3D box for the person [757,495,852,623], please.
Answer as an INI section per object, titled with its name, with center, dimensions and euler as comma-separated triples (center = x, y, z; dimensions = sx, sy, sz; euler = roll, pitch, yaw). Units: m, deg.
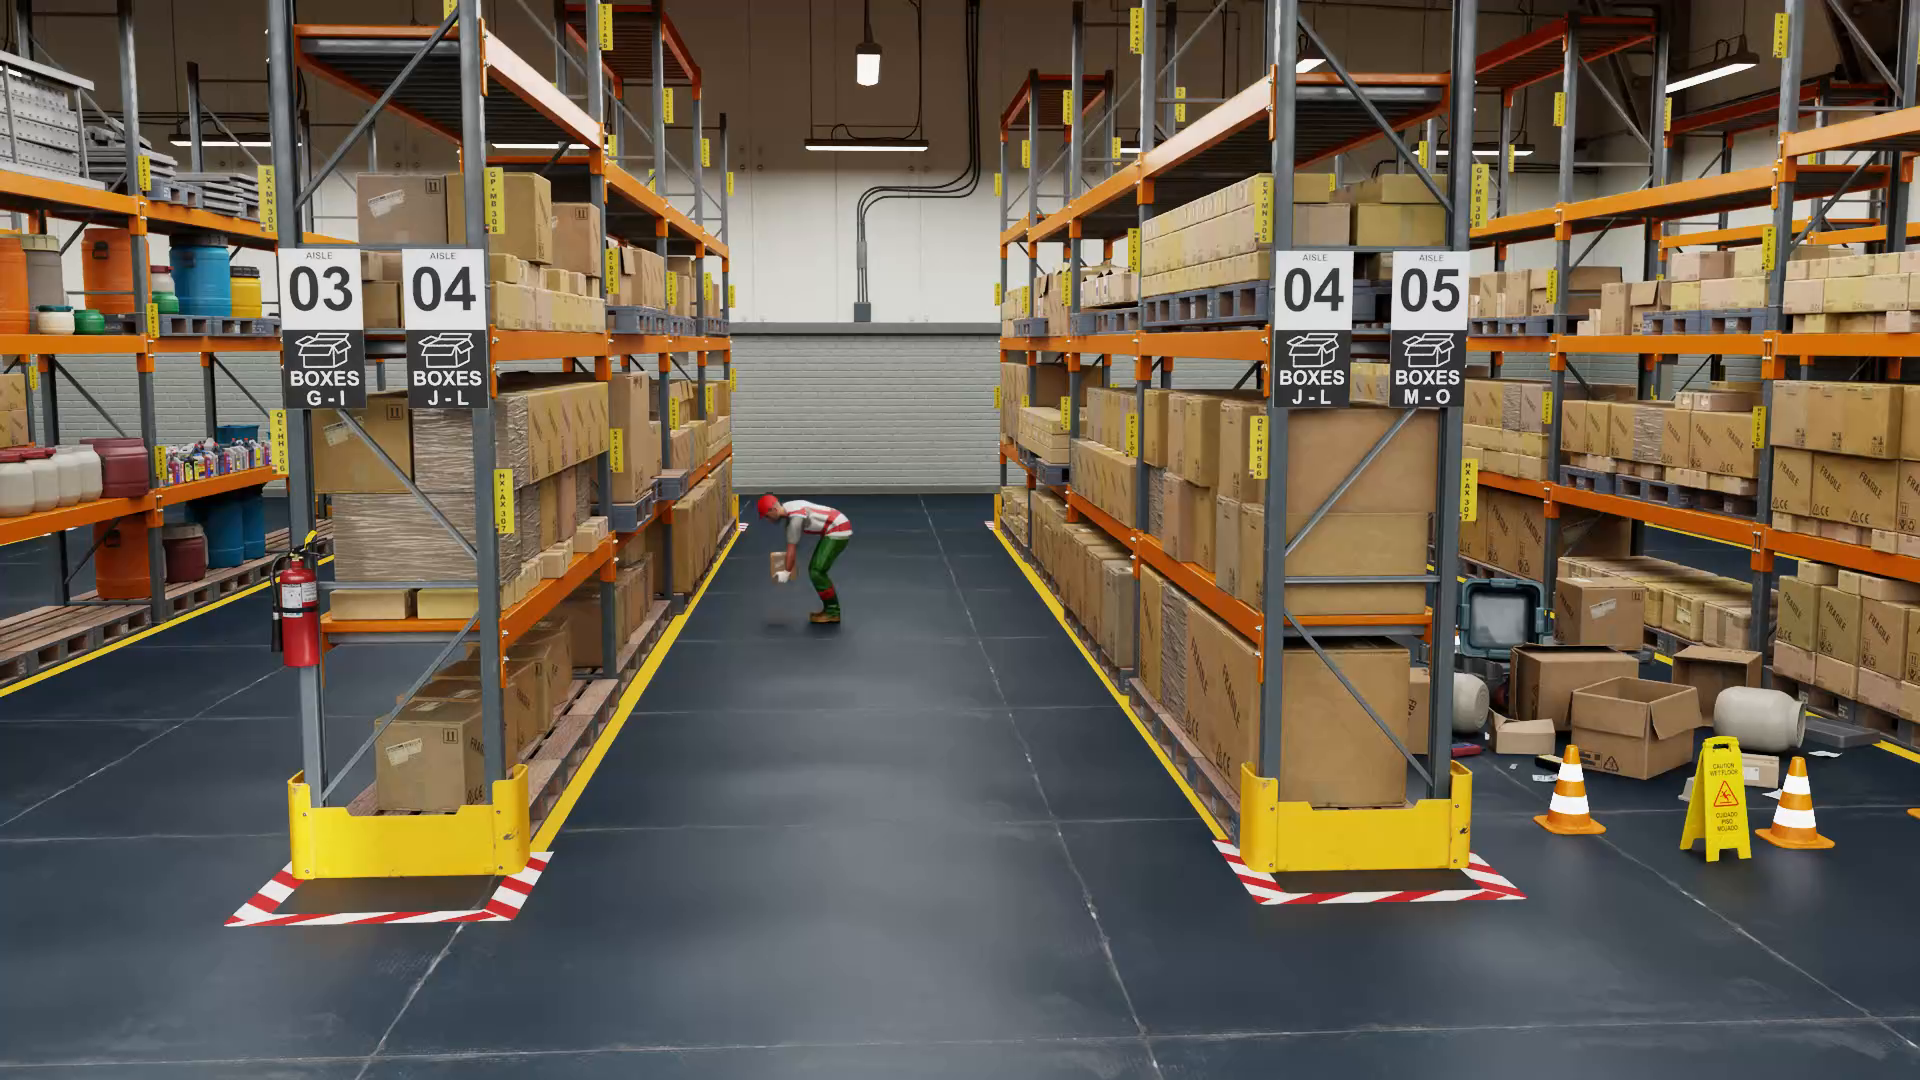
[person]
center = -1.524, 0.175, 16.398
dimensions = 0.927, 1.258, 0.507
euler = -1, 7, -6
